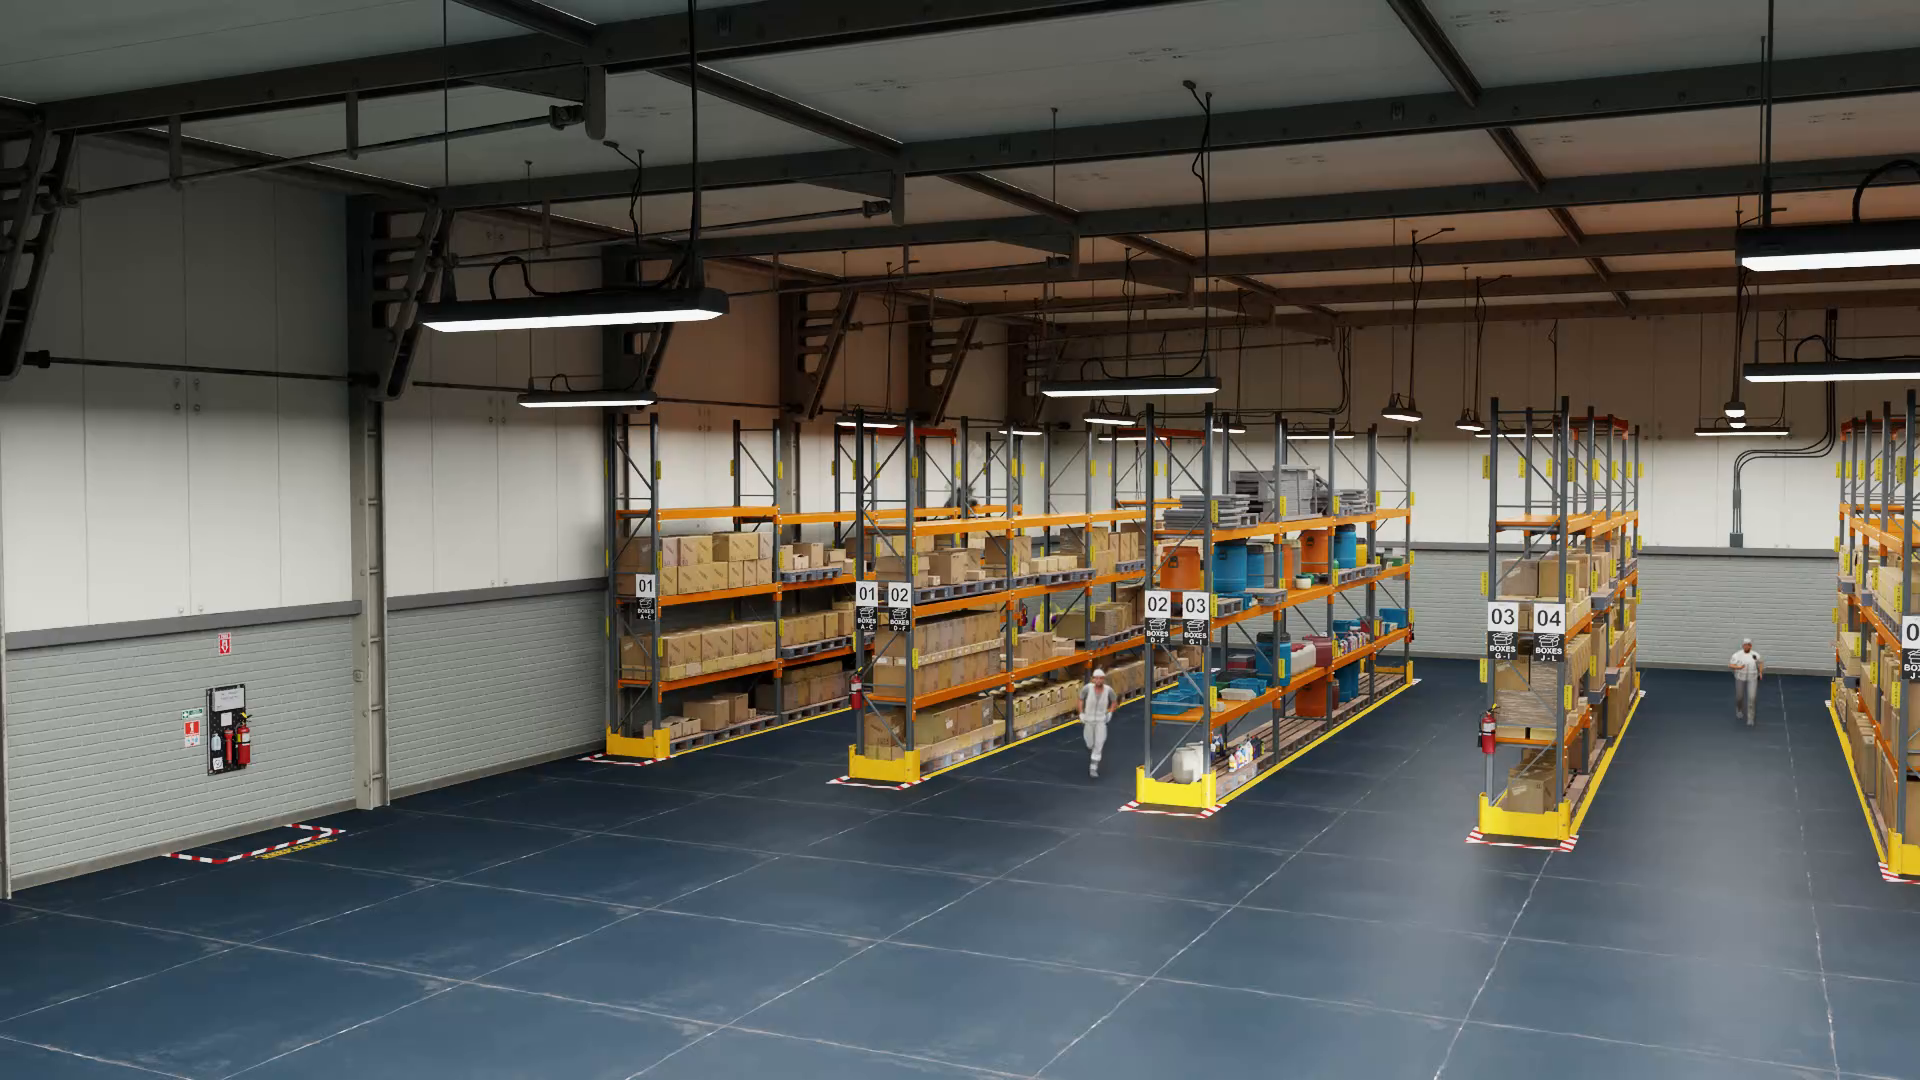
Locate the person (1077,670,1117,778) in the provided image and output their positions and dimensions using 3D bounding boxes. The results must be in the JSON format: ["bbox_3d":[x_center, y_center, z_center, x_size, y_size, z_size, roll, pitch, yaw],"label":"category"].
[{"bbox_3d":[2.257,2.996,27.388,0.662,1.759,0.743,0,2,7],"label":"person"}]

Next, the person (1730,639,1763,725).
[{"bbox_3d":[15.541,2.777,32.858,0.607,1.641,0.941,1,3,23],"label":"person"}]

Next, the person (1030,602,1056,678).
[{"bbox_3d":[1.914,2.272,37.825,0.713,1.712,0.919,1,3,28],"label":"person"}]

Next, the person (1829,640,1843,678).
[{"bbox_3d":[19.364,2.710,36.125,0.885,1.618,0.713,1,3,23],"label":"person"}]
